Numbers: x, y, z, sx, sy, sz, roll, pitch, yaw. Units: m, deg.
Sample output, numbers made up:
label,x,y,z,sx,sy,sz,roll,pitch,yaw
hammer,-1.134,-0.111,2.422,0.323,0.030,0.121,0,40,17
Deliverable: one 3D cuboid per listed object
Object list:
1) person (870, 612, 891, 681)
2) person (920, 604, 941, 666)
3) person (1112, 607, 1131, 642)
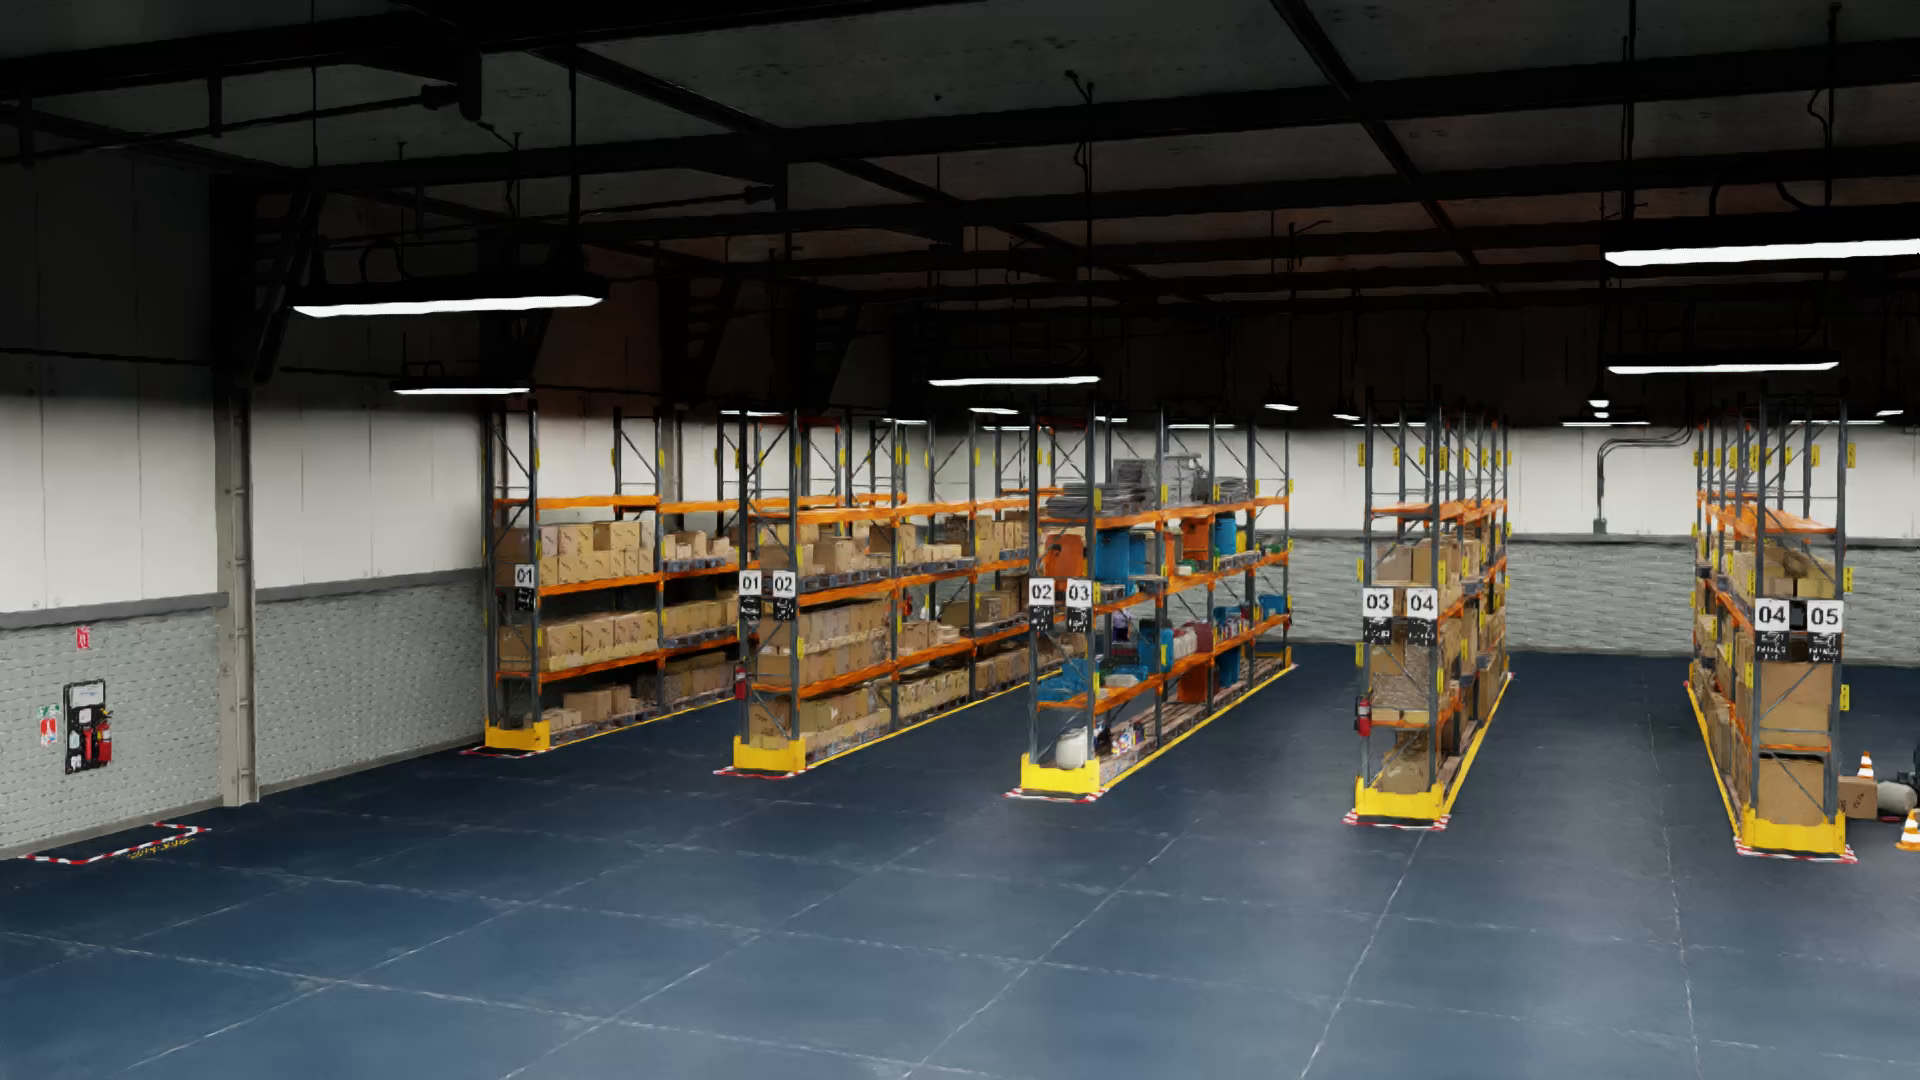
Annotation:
label,x,y,z,sx,sy,sz,roll,pitch,yaw
person,-1.602,2.386,35.323,0.573,1.715,1.103,2,3,30
person,-0.730,2.143,39.816,0.591,1.763,0.685,3,4,43
person,3.927,2.215,40.324,0.493,1.589,0.991,1,3,20
